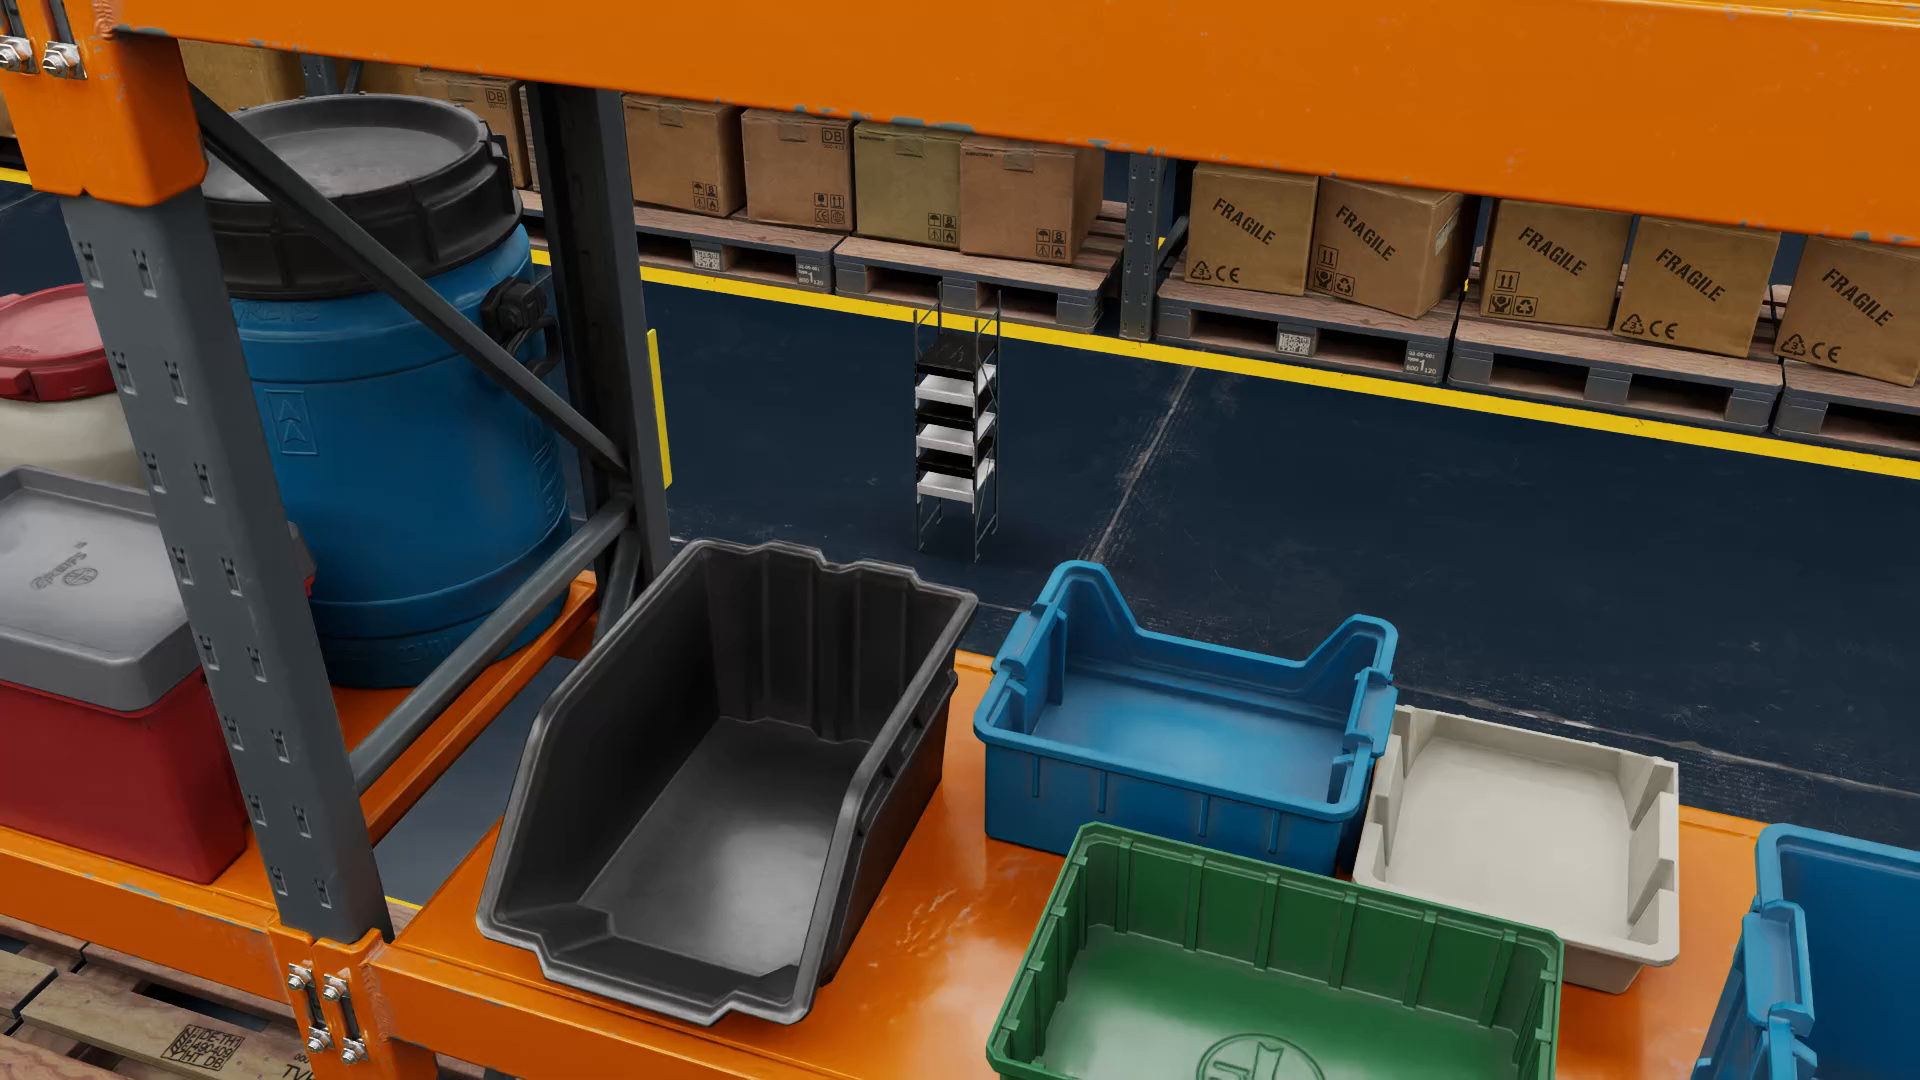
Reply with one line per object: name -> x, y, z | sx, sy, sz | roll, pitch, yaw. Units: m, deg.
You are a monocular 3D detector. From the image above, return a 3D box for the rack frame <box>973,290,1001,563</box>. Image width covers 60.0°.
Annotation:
rack frame -> 0.088, -0.361, 5.479 | 0.006, 0.900, 0.240 | 11, 34, 16

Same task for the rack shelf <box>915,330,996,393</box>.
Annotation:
rack shelf -> -0.008, -0.578, 5.380 | 0.200, 0.077, 0.258 | 11, 34, 16

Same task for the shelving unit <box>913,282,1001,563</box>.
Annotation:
shelving unit -> -0.008, -0.380, 5.508 | 0.210, 0.900, 0.258 | 11, 34, 16

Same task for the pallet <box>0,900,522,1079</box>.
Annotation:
pallet -> -1.522, 1.220, 3.666 | 1.213, 0.211, 1.003 | 11, 34, 16

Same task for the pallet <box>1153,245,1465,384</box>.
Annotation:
pallet -> 1.546, -1.080, 7.229 | 1.213, 0.211, 1.003 | 11, 34, 16

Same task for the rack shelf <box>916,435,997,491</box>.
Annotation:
rack shelf -> -0.008, -0.276, 5.575 | 0.200, 0.077, 0.258 | 11, 34, 16

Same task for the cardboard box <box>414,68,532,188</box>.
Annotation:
cardboard box -> -2.226, -2.111, 8.153 | 0.500, 0.500, 0.700 | 9, 34, 14

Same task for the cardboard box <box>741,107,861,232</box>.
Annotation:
cardboard box -> -0.638, -1.814, 7.693 | 0.500, 0.500, 0.700 | 8, 34, 12

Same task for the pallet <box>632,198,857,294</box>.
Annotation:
pallet -> -0.984, -1.549, 7.955 | 1.213, 0.211, 1.003 | 11, 34, 16

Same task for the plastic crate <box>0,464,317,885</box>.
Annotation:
plastic crate -> -1.328, 0.213, 2.596 | 0.583, 0.464, 0.402 | 11, 34, 16

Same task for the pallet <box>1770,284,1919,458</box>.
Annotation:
pallet -> 3.843, -0.634, 6.537 | 1.213, 0.211, 1.003 | 11, 34, 16

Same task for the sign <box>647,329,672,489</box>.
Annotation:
sign -> -0.573, -0.223, 3.075 | 0.005, 0.325, 0.100 | 11, 34, 16

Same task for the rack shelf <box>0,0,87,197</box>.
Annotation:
rack shelf -> -2.652, -1.152, 2.666 | 4.000, 0.370, 1.077 | 11, 34, 16

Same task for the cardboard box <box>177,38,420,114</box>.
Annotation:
cardboard box -> -3.506, -2.510, 8.443 | 0.875, 0.875, 1.225 | 9, 34, 14

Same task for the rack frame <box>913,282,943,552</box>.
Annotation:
rack frame -> -0.103, -0.398, 5.537 | 0.006, 0.900, 0.240 | 11, 34, 16

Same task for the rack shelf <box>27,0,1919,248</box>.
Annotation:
rack shelf -> 1.114, -0.420, 1.532 | 4.000, 0.370, 1.077 | 11, 34, 16

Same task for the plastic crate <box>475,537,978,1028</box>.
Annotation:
plastic crate -> -0.319, 0.359, 2.486 | 0.504, 0.338, 0.767 | 11, 34, 16

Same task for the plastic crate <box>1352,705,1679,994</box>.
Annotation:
plastic crate -> 0.845, 0.451, 2.529 | 0.437, 0.136, 0.530 | 11, 34, 16

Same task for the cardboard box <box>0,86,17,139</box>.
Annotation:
cardboard box -> -4.343, -2.677, 8.702 | 0.875, 0.875, 1.225 | 11, 34, 17

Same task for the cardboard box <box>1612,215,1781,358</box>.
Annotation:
cardboard box -> 2.928, -1.090, 6.590 | 0.500, 0.500, 0.500 | 14, 35, 21

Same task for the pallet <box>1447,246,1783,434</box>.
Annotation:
pallet -> 2.698, -0.858, 6.884 | 1.213, 0.211, 1.003 | 11, 34, 16

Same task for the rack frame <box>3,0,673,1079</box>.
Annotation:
rack frame -> -0.769, 0.172, 2.718 | 0.127, 3.000, 1.000 | 11, 34, 16

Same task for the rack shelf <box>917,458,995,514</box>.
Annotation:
rack shelf -> -0.008, -0.200, 5.624 | 0.200, 0.077, 0.258 | 11, 34, 16

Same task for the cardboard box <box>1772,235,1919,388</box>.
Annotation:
cardboard box -> 3.511, -0.966, 6.398 | 0.500, 0.500, 0.500 | 21, 38, 29

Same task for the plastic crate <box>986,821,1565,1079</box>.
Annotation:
plastic crate -> 0.413, 0.654, 2.167 | 0.662, 0.188, 0.450 | 11, 34, 16

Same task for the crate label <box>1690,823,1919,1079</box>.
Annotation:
crate label -> 1.172, 0.691, 1.882 | 0.616, 0.435, 0.502 | 11, 34, 16

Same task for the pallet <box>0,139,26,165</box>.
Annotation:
pallet -> -4.725, -2.324, 9.155 | 1.213, 0.211, 1.003 | 11, 34, 16

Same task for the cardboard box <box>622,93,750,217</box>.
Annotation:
cardboard box -> -1.164, -1.916, 7.851 | 0.500, 0.500, 0.700 | 14, 35, 20

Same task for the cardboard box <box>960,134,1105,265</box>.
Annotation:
cardboard box -> 0.331, -1.615, 7.385 | 0.500, 0.500, 0.700 | 8, 34, 13

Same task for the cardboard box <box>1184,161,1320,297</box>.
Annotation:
cardboard box -> 1.265, -1.389, 7.054 | 0.500, 0.500, 0.500 | 10, 34, 15

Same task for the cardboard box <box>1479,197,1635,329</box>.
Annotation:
cardboard box -> 2.418, -1.215, 6.784 | 0.500, 0.500, 0.500 | 8, 34, 12

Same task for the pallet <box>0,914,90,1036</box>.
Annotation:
pallet -> -2.674, 0.997, 4.010 | 1.213, 0.211, 1.003 | 11, 34, 16

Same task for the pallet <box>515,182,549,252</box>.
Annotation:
pallet -> -2.129, -1.774, 8.302 | 1.213, 0.211, 1.003 | 11, 34, 16

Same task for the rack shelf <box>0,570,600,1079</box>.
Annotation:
rack shelf -> -2.652, 0.108, 3.480 | 4.000, 0.370, 1.077 | 11, 34, 16

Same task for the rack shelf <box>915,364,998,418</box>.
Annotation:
rack shelf -> -0.008, -0.503, 5.429 | 0.200, 0.077, 0.258 | 11, 34, 16

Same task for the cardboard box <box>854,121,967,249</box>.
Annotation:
cardboard box -> -0.112, -1.712, 7.535 | 0.500, 0.500, 0.700 | 11, 34, 16

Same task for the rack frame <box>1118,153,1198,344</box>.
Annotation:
rack frame -> 0.902, -2.357, 6.635 | 0.127, 3.000, 1.000 | 11, 34, 16

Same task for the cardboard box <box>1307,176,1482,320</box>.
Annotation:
cardboard box -> 1.807, -1.289, 6.898 | 0.500, 0.500, 0.500 | 23, 39, 31

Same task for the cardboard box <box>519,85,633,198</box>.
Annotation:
cardboard box -> -1.700, -2.016, 8.006 | 0.500, 0.500, 0.700 | 8, 34, 12

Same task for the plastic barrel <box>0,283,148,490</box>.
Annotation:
plastic barrel -> -1.596, -0.172, 3.126 | 0.433, 0.535, 0.433 | 0, 33, 0

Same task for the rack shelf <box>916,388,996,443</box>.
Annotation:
rack shelf -> -0.008, -0.427, 5.477 | 0.200, 0.077, 0.258 | 11, 34, 16

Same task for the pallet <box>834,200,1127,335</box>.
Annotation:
pallet -> 0.168, -1.327, 7.611 | 1.213, 0.211, 1.003 | 11, 34, 16

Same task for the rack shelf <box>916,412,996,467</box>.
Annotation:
rack shelf -> -0.008, -0.352, 5.526 | 0.200, 0.077, 0.258 | 11, 34, 16

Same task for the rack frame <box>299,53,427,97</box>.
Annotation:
rack frame -> -2.864, -3.089, 7.769 | 0.127, 3.000, 1.000 | 11, 34, 16

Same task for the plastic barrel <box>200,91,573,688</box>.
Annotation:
plastic barrel -> -1.031, -0.264, 2.931 | 0.708, 0.901, 0.600 | 11, 34, 16

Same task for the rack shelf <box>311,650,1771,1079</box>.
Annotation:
rack shelf -> 1.114, 0.840, 2.346 | 4.000, 0.370, 1.077 | 11, 34, 16

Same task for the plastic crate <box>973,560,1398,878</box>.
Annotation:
plastic crate -> 0.364, 0.299, 2.659 | 0.616, 0.251, 0.499 | 11, 34, 16
